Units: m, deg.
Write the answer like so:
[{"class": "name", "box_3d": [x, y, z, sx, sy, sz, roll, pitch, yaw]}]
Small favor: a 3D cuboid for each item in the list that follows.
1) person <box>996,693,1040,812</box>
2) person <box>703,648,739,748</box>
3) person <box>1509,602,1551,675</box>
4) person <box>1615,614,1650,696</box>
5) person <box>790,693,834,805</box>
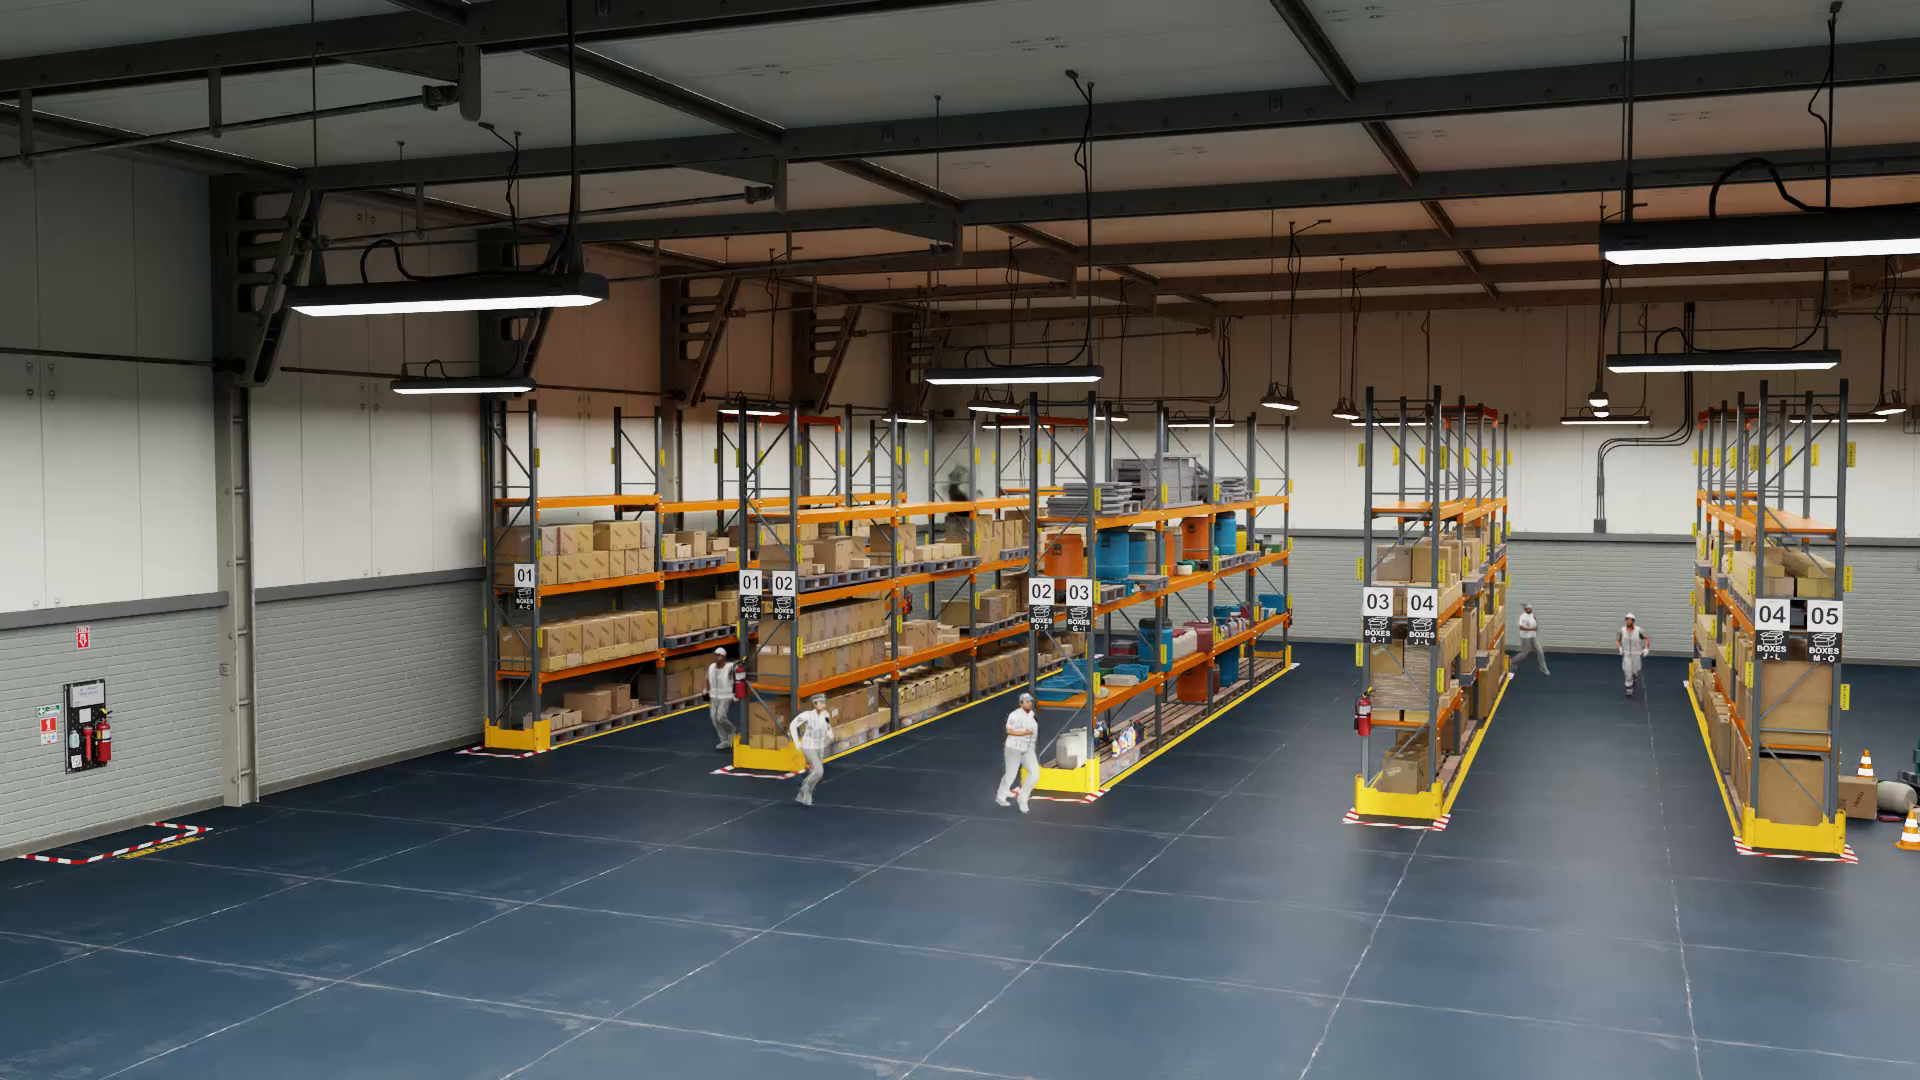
[{"class": "person", "box_3d": [0.887, 3.028, 23.656, 0.603, 1.714, 0.703, -2, 4, -37]}, {"class": "person", "box_3d": [-4.100, 2.714, 28.495, 0.711, 1.738, 0.595, 1, 3, 23]}, {"class": "person", "box_3d": [13.176, 2.274, 38.567, 0.603, 1.683, 0.929, -2, 3, -36]}, {"class": "person", "box_3d": [14.077, 2.417, 34.847, 0.679, 1.747, 0.672, 2, 3, 29]}, {"class": "person", "box_3d": [-2.084, 2.989, 23.814, 0.710, 1.626, 0.577, 2, 4, 41]}]
